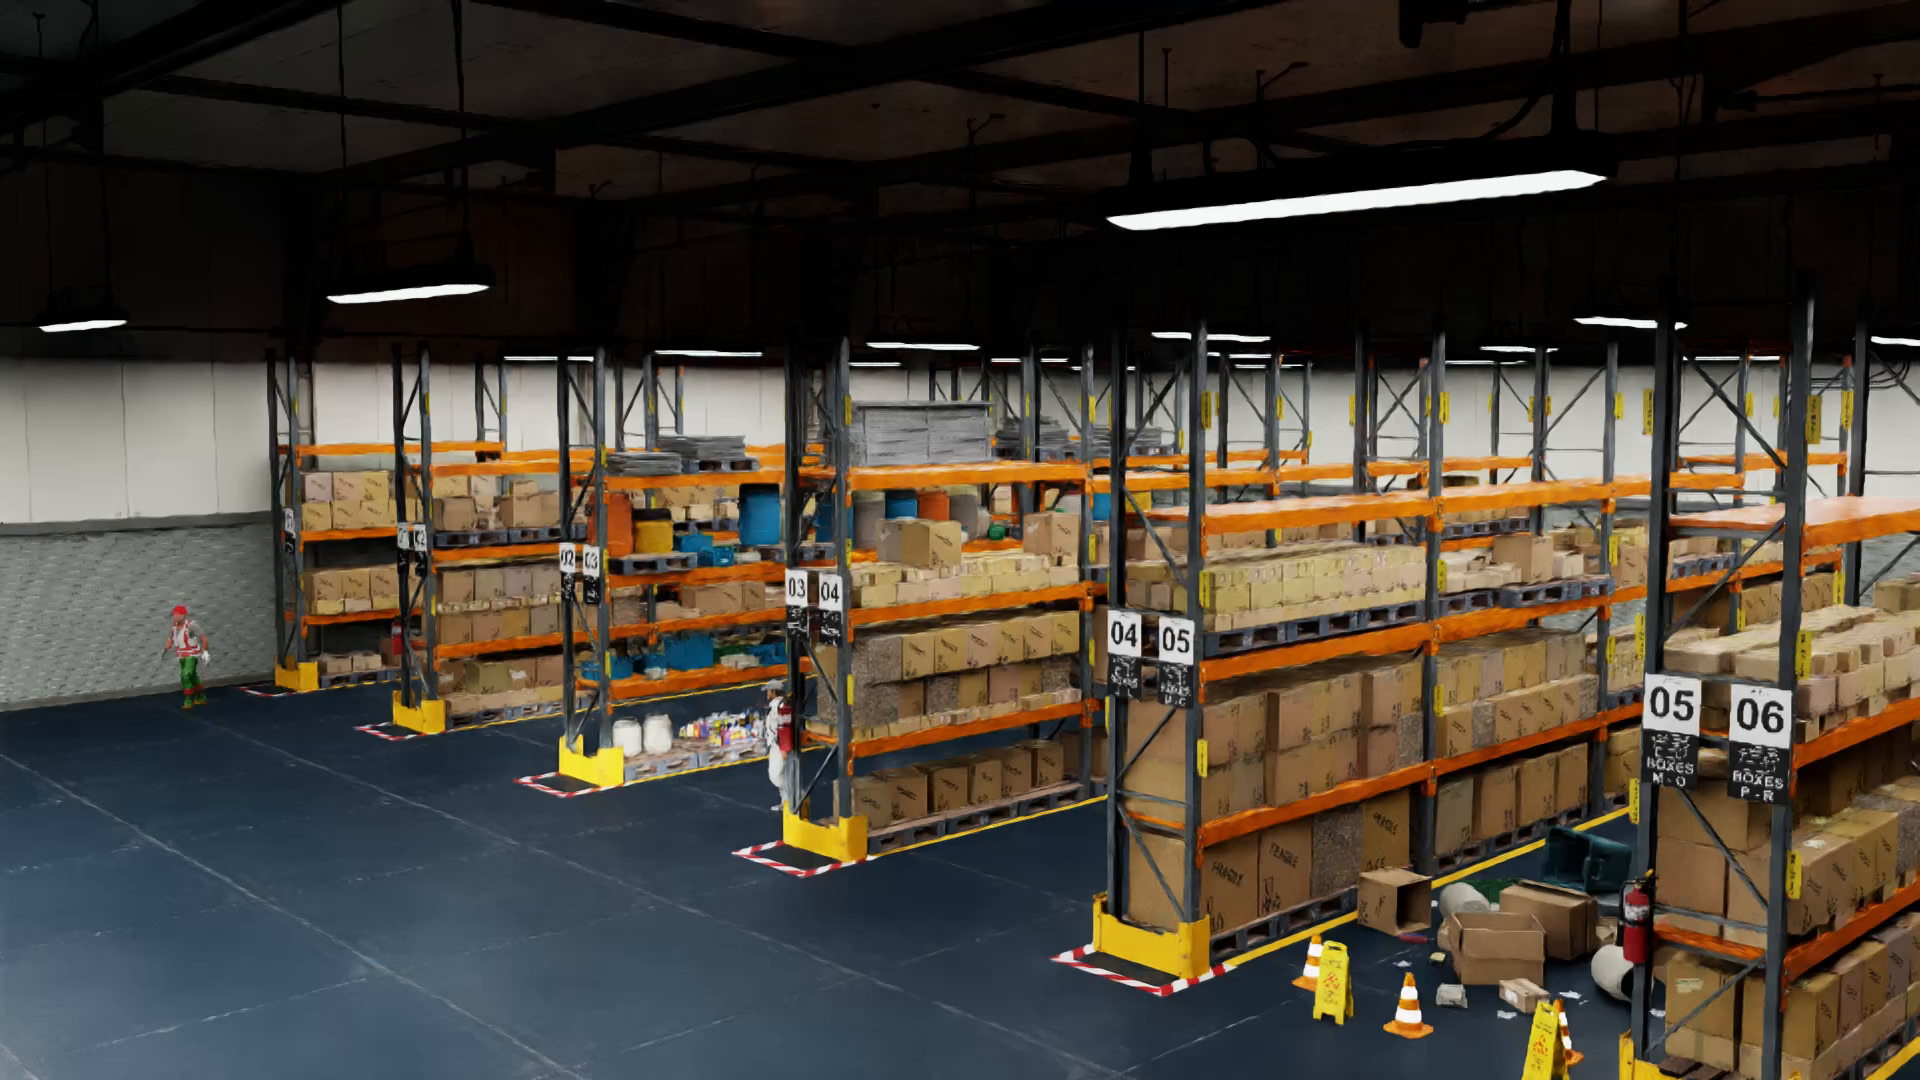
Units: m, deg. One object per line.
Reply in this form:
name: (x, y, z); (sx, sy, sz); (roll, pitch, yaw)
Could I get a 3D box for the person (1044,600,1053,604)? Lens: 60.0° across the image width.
person: (1.838, 1.523, 32.282); (0.554, 1.665, 0.577); (-2, 5, -21)

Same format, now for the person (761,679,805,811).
person: (-2.185, 2.558, 20.669); (0.570, 1.659, 0.557); (0, 5, -5)

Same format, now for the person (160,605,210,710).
person: (-12.749, 1.920, 27.466); (0.682, 1.718, 0.811); (3, 6, 27)

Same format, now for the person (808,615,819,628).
person: (-3.260, 1.218, 35.677); (0.547, 1.670, 1.116); (5, 7, 44)
